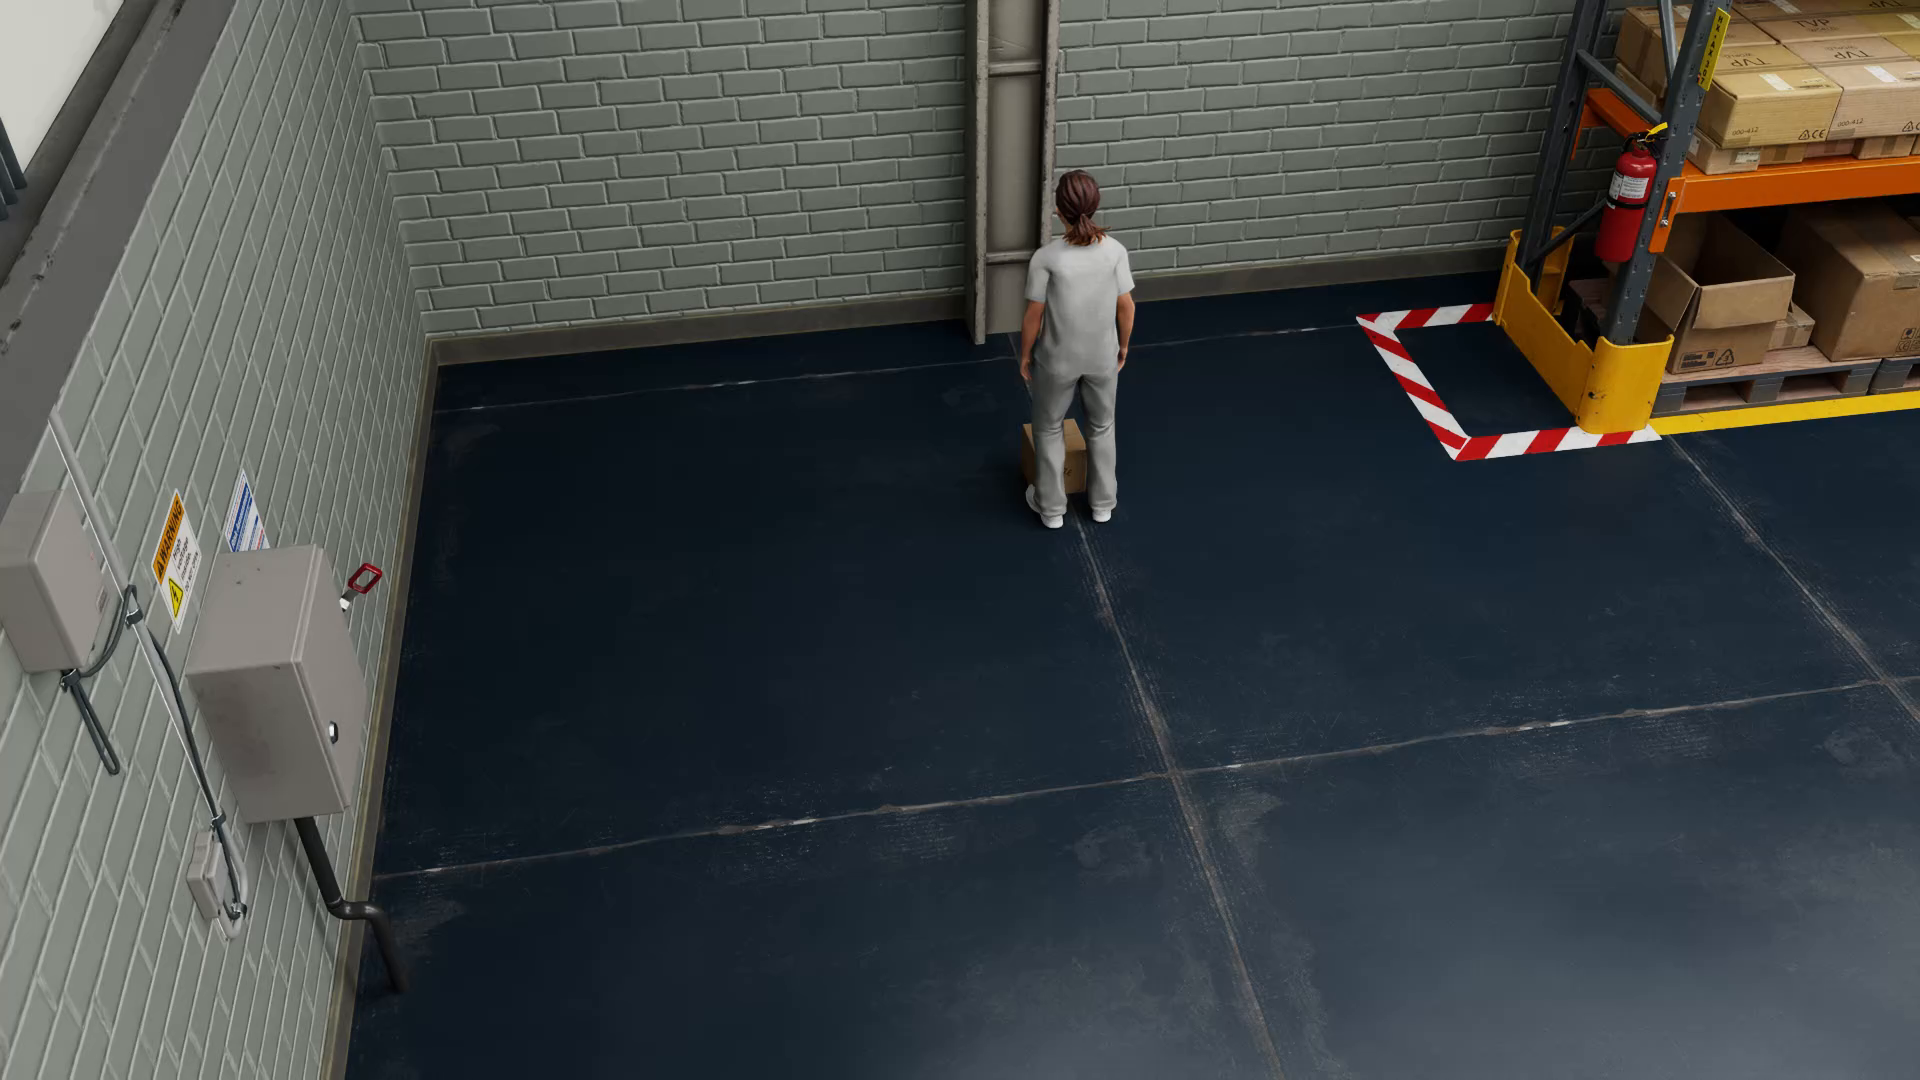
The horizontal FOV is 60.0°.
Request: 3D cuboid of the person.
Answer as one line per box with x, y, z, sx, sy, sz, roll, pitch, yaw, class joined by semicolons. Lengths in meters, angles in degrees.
0.493;-0.786;7.133;0.486;1.673;0.358;-6;39;-7;person
